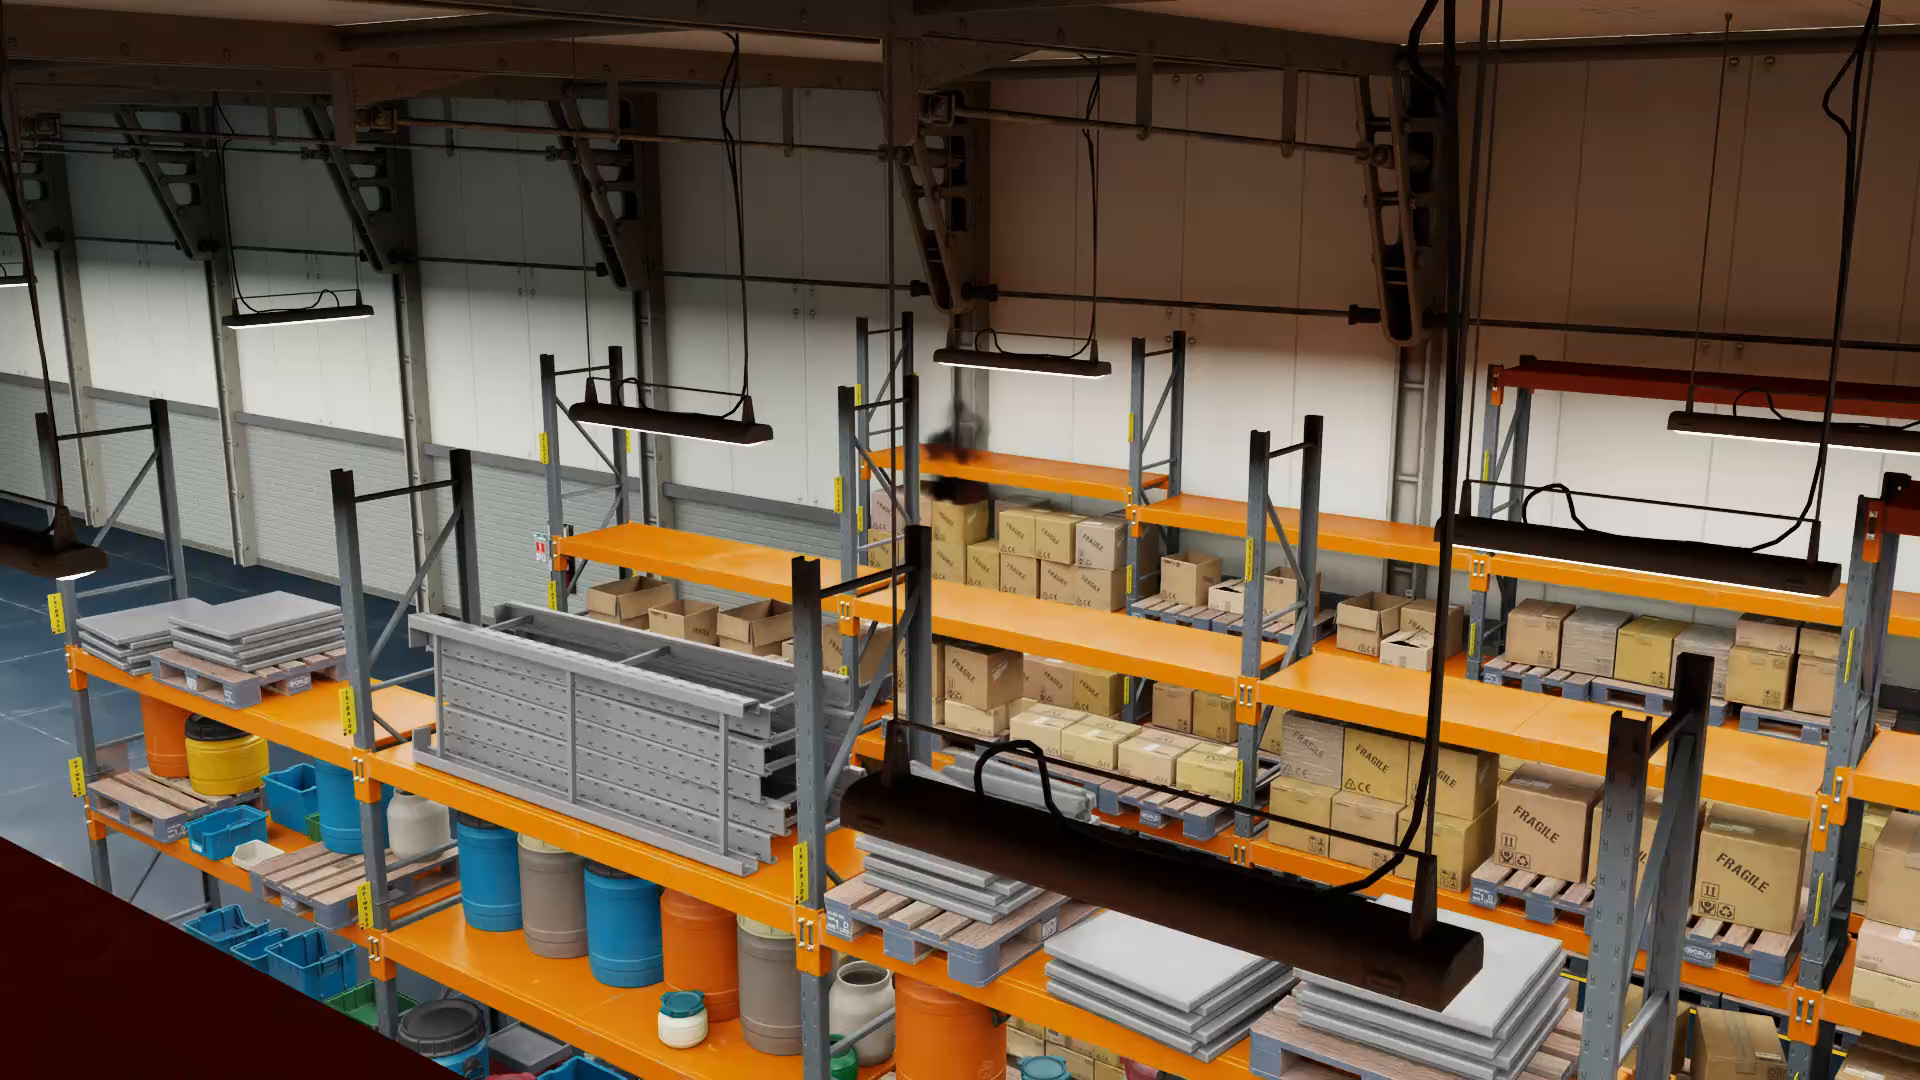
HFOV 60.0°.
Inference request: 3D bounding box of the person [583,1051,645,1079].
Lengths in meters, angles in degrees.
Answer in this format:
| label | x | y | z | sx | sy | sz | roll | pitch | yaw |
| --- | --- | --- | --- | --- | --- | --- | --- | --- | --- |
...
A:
| label | x | y | z | sx | sy | sz | roll | pitch | yaw |
| --- | --- | --- | --- | --- | --- | --- | --- | --- | --- |
| person | -3.039 | 3.980 | 14.450 | 0.921 | 1.660 | 0.620 | 7 | 15 | 29 |
